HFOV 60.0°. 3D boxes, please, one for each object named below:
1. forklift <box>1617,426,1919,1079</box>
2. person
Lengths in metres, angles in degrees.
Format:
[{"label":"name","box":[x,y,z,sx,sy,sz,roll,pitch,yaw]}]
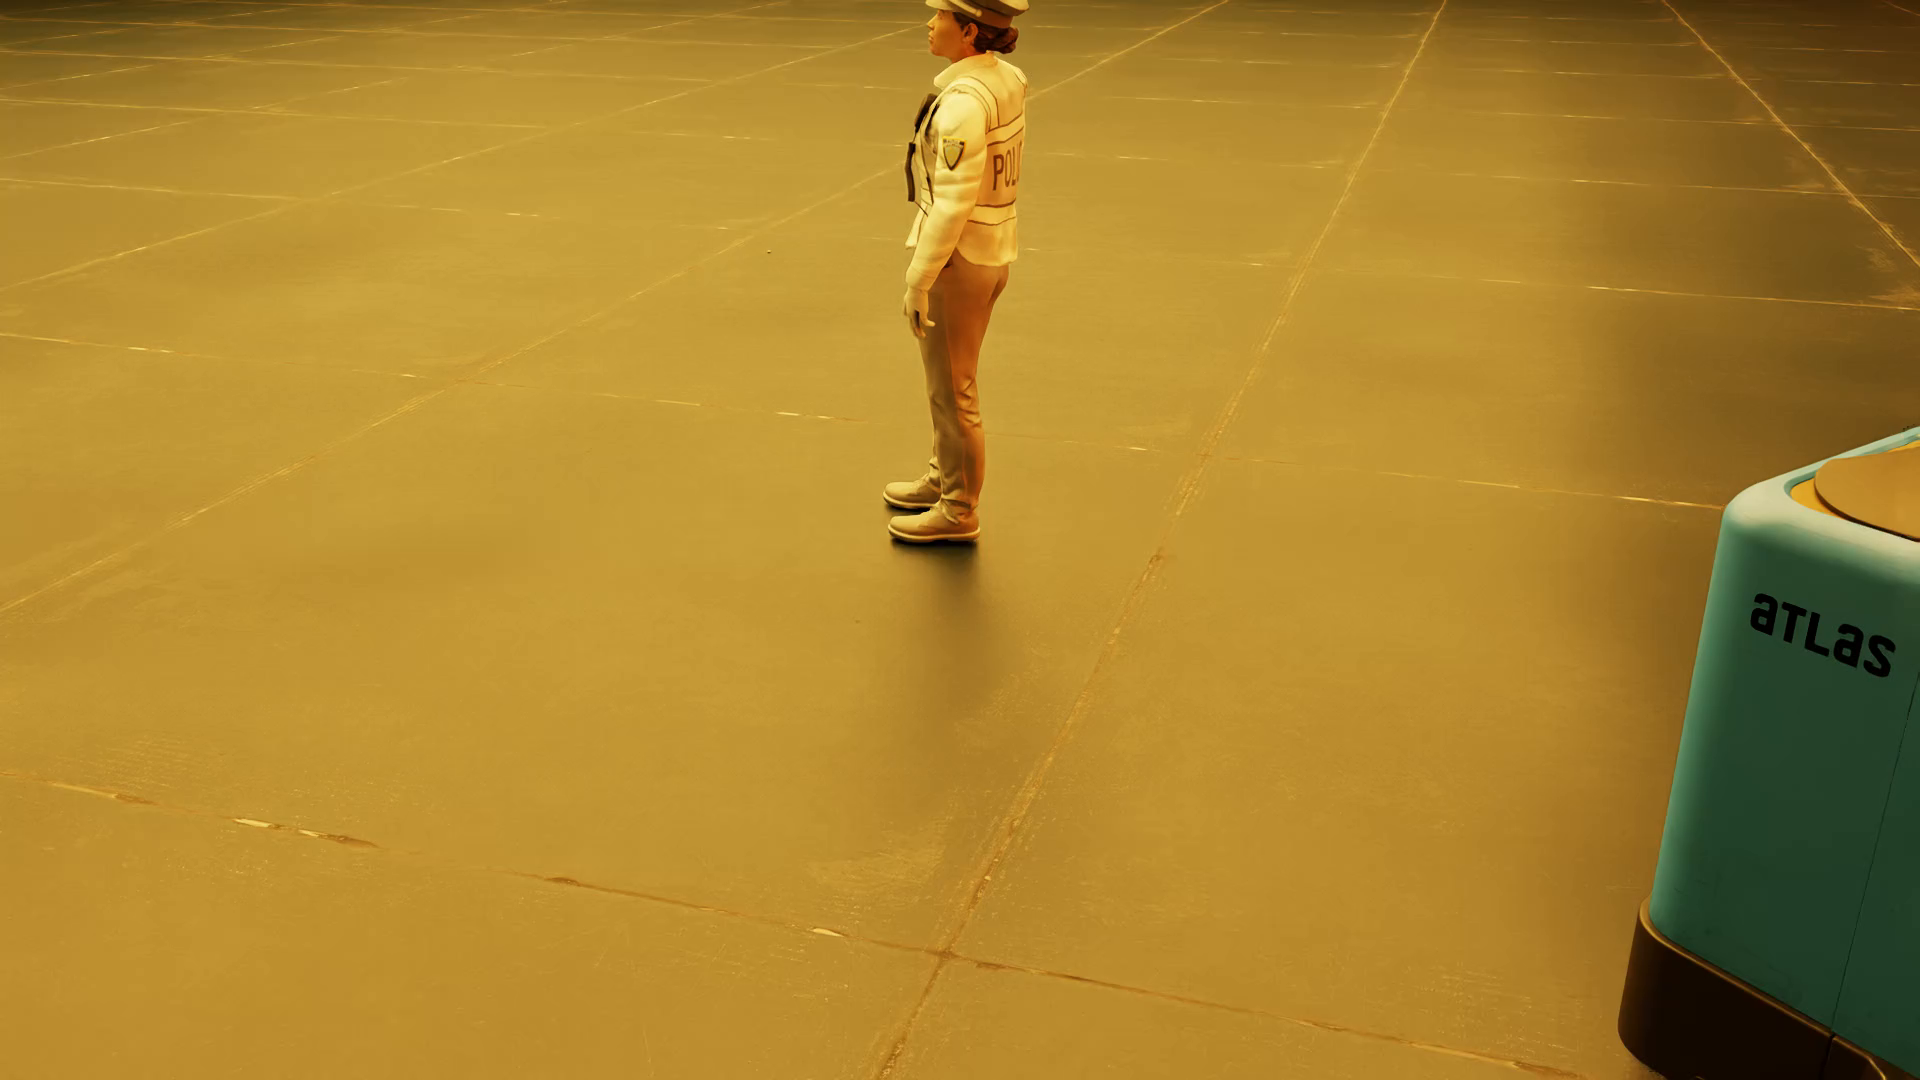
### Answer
[{"label":"forklift","box":[2.388,-0.079,1.472,1.130,2.935,3.031,-15,27,-32]},{"label":"person","box":[-0.063,-0.800,4.820,0.532,1.694,0.586,7,23,16]}]
